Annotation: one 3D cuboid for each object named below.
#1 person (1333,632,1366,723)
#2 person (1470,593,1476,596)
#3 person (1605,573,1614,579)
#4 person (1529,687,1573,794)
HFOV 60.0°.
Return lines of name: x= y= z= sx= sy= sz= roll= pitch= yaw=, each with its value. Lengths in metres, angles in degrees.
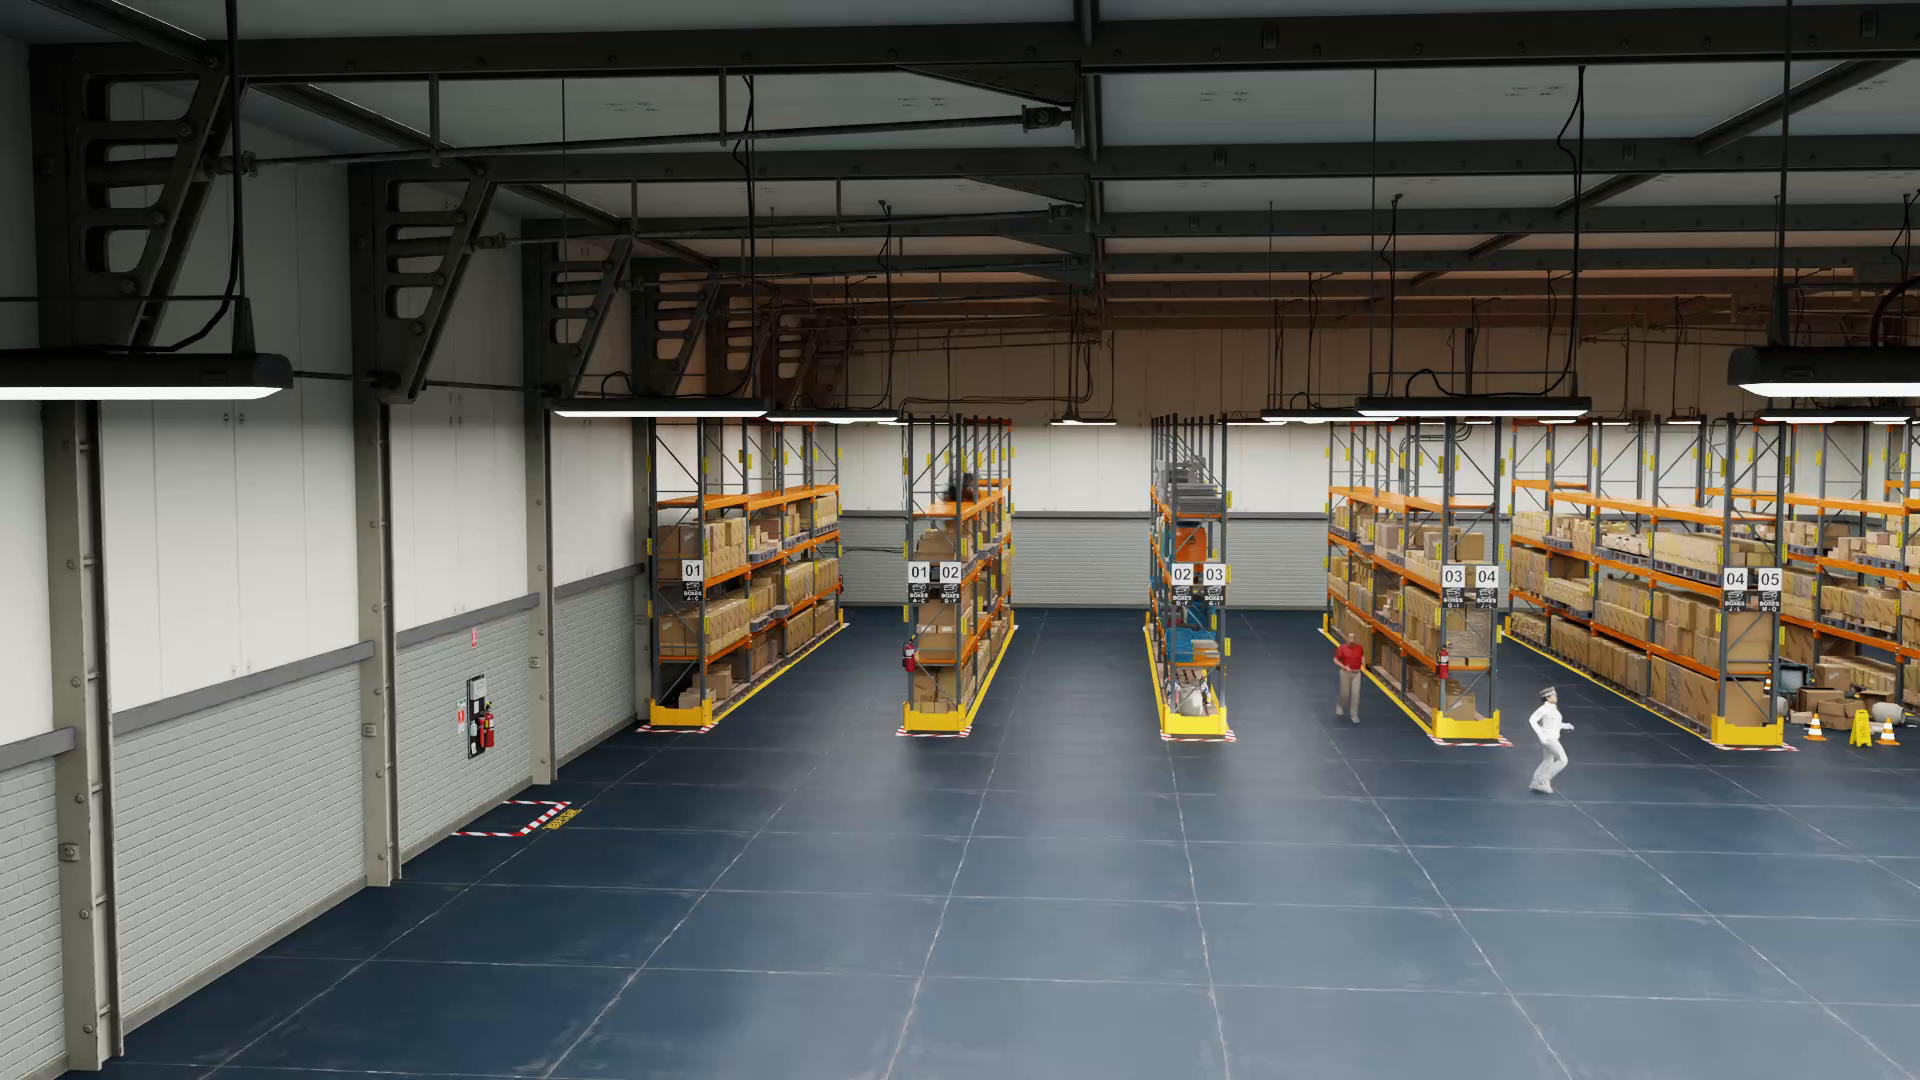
person: x=7.663 y=2.672 z=32.673 sx=0.687 sy=1.741 sz=0.839 roll=0 pitch=4 yaw=-5
person: x=13.846 y=1.849 z=44.807 sx=0.698 sy=1.749 sz=0.634 roll=1 pitch=4 yaw=13
person: x=18.522 y=1.753 z=47.252 sx=0.740 sy=1.638 sz=0.612 roll=1 pitch=4 yaw=10
person: x=9.251 y=3.123 z=25.997 sx=0.642 sy=1.673 sz=0.574 roll=2 pitch=5 yaw=32
